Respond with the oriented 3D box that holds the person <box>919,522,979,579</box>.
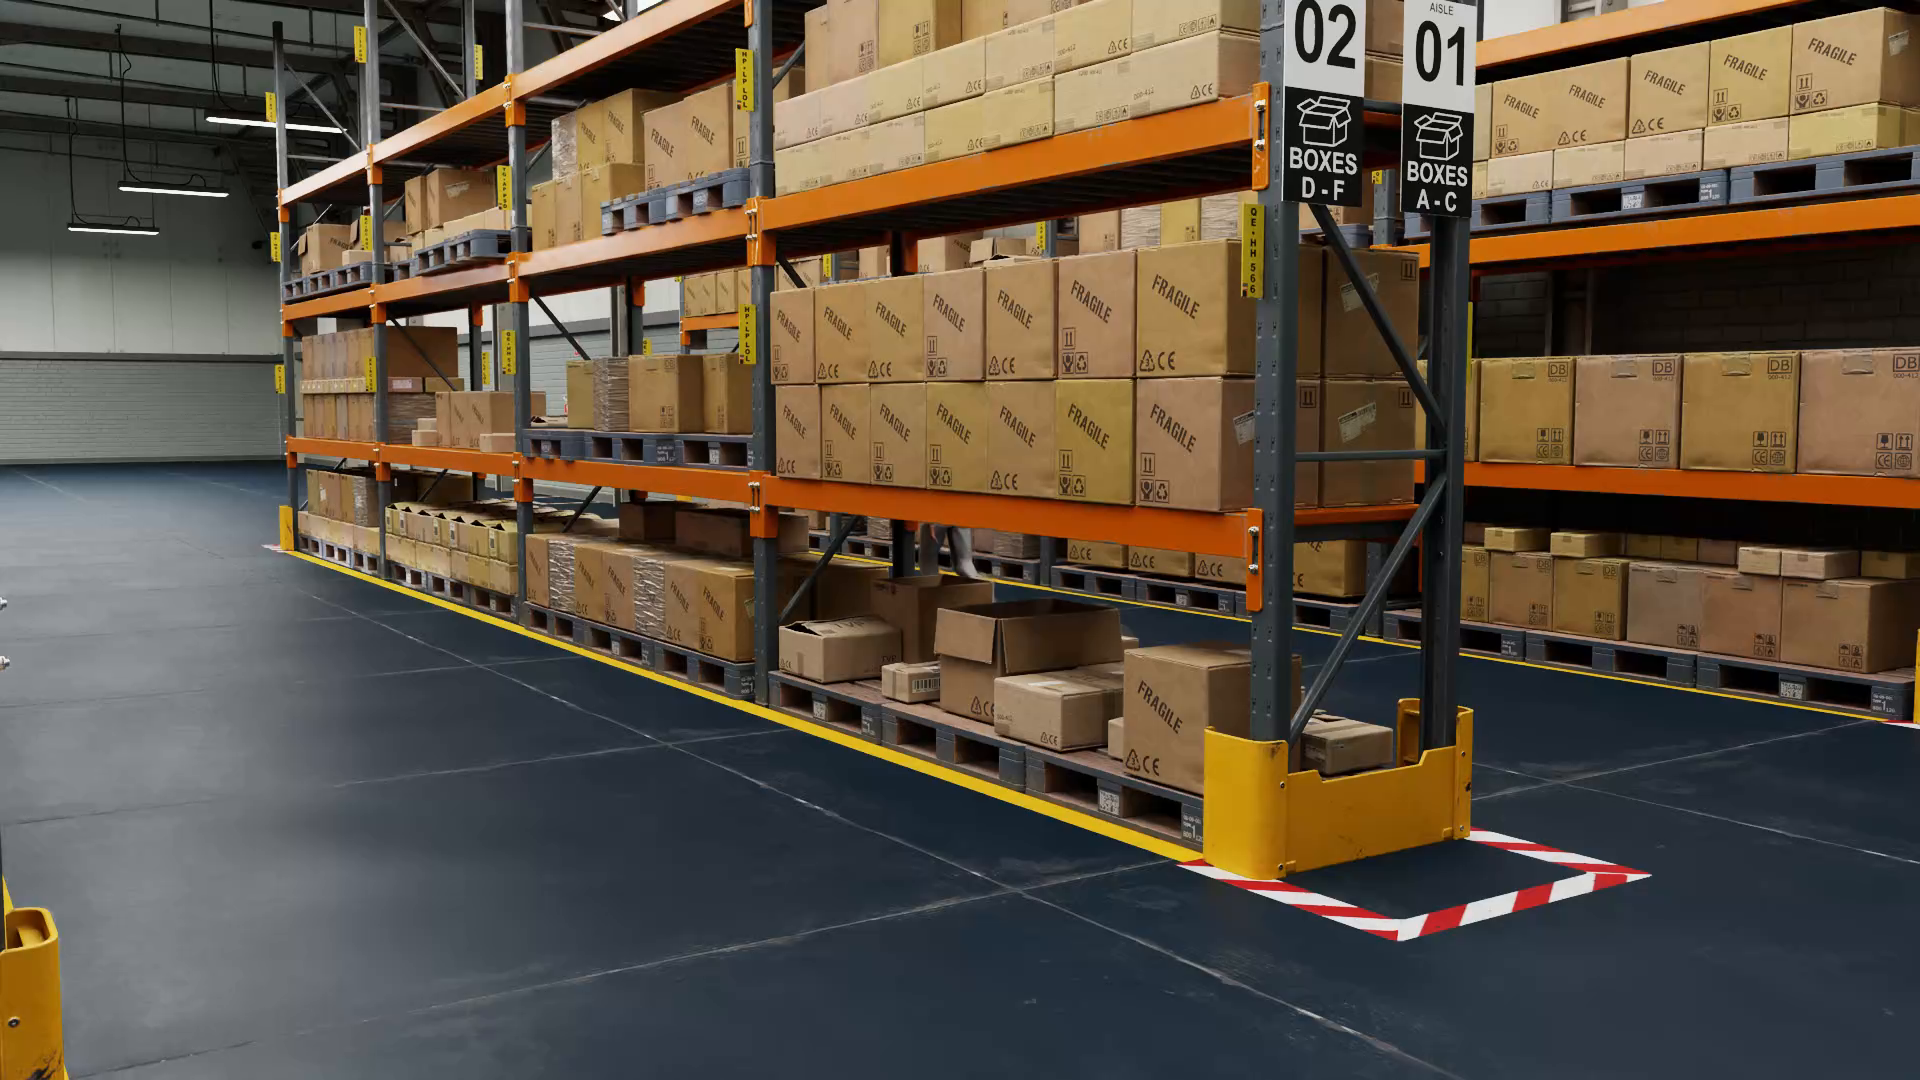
[{"bbox_3d":[-0.079,-0.156,12.334,0.438,1.631,0.923,-2,5,-22],"label":"person"}]
